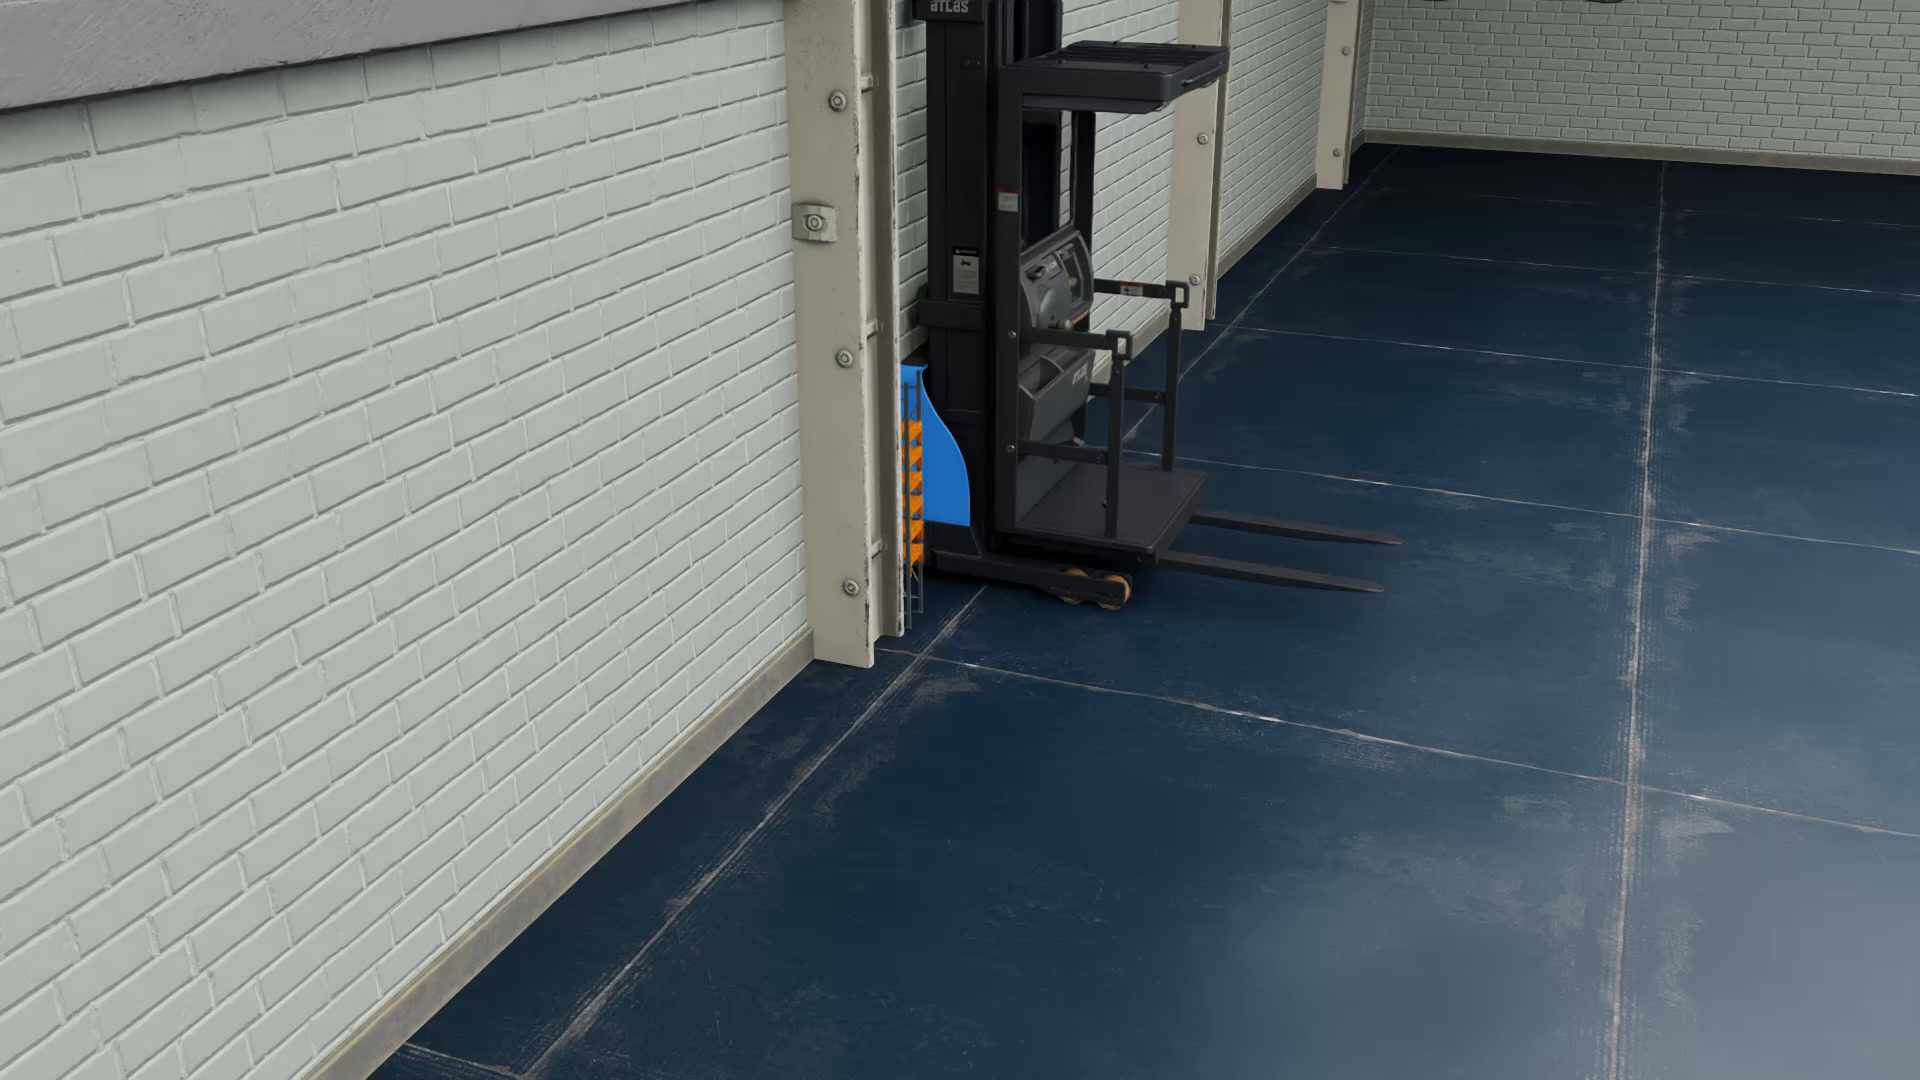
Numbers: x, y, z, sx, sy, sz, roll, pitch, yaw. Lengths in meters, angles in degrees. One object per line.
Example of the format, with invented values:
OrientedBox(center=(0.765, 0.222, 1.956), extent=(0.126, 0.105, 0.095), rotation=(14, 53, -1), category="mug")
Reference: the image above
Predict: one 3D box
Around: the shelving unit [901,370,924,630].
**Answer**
OrientedBox(center=(-0.317, -0.184, 7.633), extent=(0.258, 1.200, 0.189), rotation=(6, 23, 15), category="shelving unit")

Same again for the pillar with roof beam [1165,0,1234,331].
OrientedBox(center=(5.753, -5.206, 9.537), extent=(9.100, 9.000, 0.400), rotation=(9, 24, 20), category="pillar with roof beam")

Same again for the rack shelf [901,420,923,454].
OrientedBox(center=(-0.317, -0.476, 7.513), extent=(0.258, 0.103, 0.180), rotation=(6, 23, 15), category="rack shelf")

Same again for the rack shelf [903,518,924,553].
OrientedBox(center=(-0.317, -0.032, 7.696), extent=(0.258, 0.103, 0.180), rotation=(6, 23, 15), category="rack shelf")

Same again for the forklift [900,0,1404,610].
OrientedBox(center=(0.655, -1.248, 7.936), extent=(3.031, 2.935, 1.130), rotation=(9, 24, 20), category="forklift")

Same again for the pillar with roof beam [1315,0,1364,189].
OrientedBox(center=(7.981, -7.353, 14.677), extent=(9.100, 9.000, 0.400), rotation=(9, 24, 20), category="pillar with roof beam")

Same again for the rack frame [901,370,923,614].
OrientedBox(center=(-0.292, -0.218, 7.714), extent=(0.240, 1.200, 0.006), rotation=(6, 23, 15), category="rack frame")

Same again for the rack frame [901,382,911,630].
OrientedBox(center=(-0.342, -0.151, 7.552), extent=(0.240, 1.200, 0.006), rotation=(6, 23, 15), category="rack frame")

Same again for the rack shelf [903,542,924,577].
OrientedBox(center=(-0.318, 0.079, 7.742), extent=(0.258, 0.103, 0.180), rotation=(6, 23, 15), category="rack shelf")

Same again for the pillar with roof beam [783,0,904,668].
OrientedBox(center=(3.524, -3.058, 4.397), extent=(9.100, 9.000, 0.400), rotation=(9, 24, 20), category="pillar with roof beam")

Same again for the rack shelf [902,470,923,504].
OrientedBox(center=(-0.317, -0.254, 7.604), extent=(0.258, 0.103, 0.180), rotation=(6, 23, 15), category="rack shelf")

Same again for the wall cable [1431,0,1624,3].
OrientedBox(center=(6.306, -7.401, 18.822), extent=(3.097, 2.526, 0.112), rotation=(9, 24, 20), category="wall cable")

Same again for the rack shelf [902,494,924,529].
OrientedBox(center=(-0.317, -0.143, 7.650), extent=(0.258, 0.103, 0.180), rotation=(6, 23, 15), category="rack shelf")

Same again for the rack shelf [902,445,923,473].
OrientedBox(center=(-0.317, -0.365, 7.559), extent=(0.258, 0.103, 0.180), rotation=(6, 23, 15), category="rack shelf")
